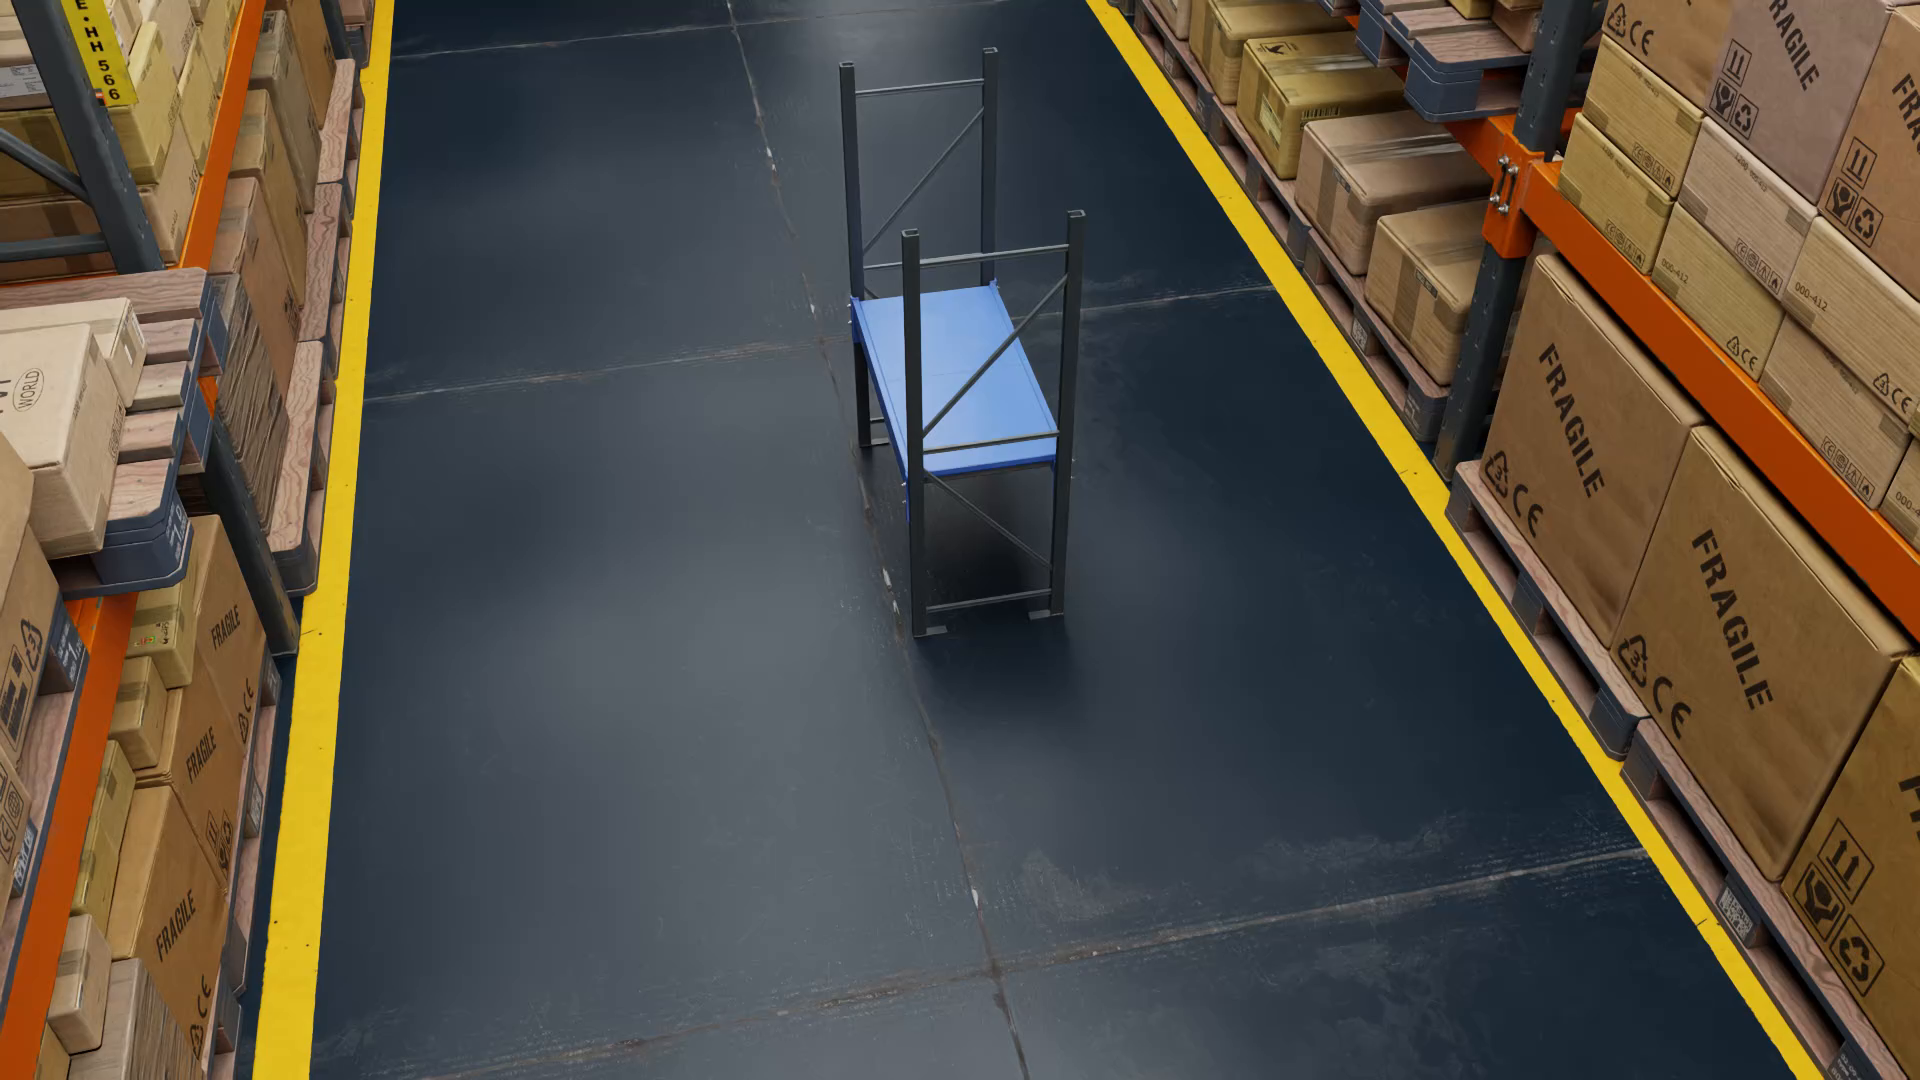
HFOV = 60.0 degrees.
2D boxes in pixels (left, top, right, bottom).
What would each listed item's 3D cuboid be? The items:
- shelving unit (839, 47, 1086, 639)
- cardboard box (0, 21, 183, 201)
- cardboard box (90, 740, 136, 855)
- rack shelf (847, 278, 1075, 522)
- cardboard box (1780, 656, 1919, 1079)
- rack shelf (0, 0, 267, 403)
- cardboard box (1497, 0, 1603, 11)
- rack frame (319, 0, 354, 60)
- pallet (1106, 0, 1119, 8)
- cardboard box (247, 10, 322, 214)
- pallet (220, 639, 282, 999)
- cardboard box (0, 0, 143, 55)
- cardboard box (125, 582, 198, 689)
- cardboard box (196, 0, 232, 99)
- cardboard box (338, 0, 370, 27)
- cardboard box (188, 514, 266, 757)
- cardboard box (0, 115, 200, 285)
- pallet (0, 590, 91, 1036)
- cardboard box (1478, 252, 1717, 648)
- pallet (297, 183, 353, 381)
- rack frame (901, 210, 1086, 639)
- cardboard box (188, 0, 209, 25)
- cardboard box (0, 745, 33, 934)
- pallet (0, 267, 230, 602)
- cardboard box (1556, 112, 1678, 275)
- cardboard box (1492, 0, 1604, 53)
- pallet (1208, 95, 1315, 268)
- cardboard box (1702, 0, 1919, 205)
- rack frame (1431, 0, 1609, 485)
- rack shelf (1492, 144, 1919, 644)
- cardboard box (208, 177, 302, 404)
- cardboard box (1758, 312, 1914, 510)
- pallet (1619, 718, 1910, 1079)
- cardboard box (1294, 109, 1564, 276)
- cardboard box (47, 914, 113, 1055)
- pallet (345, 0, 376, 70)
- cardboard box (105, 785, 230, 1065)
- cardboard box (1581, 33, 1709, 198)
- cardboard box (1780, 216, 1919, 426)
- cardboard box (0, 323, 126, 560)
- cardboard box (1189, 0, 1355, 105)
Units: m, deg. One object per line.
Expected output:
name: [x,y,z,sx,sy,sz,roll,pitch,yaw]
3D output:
shelving unit: [-0.018,-0.616,5.314,0.538,1.500,1.048,-8,42,-9]
cardboard box: [-2.458,-1.176,4.552,0.500,0.250,0.500,-8,42,-9]
cardboard box: [-2.156,0.627,3.862,0.380,0.149,0.250,-7,42,-8]
rack shelf: [-0.018,-0.482,5.434,0.538,0.185,1.000,-8,42,-9]
cardboard box: [2.669,0.823,3.848,0.875,0.875,0.875,-7,42,-8]
rack shelf: [-3.057,-1.746,6.000,1.077,0.370,4.000,-8,42,-9]
cardboard box: [1.851,-1.993,5.120,0.500,0.500,0.500,-9,42,-11]
rack frame: [-3.489,-3.312,7.221,1.000,3.000,0.127,-8,42,-9]
pallet: [1.178,-3.413,9.436,1.003,0.211,1.213,-8,42,-9]
cardboard box: [-3.205,-1.740,6.923,0.875,0.625,0.625,-9,42,-10]
pallet: [-2.501,0.813,4.675,1.003,0.211,1.213,-8,42,-9]
cardboard box: [-2.465,-1.421,4.527,0.380,0.149,0.250,-7,42,-8]
cardboard box: [-2.182,0.272,4.262,0.380,0.149,0.250,-10,43,-12]
cardboard box: [-2.704,-1.645,5.457,0.500,0.250,0.500,-10,42,-11]
cardboard box: [-3.270,-2.802,8.402,0.500,0.250,0.500,-8,42,-9]
cardboard box: [-2.324,0.302,4.717,0.500,0.500,0.500,-7,42,-8]
cardboard box: [-2.482,-0.986,4.714,0.500,0.250,0.500,-8,42,-9]
pallet: [-2.201,0.613,2.945,1.003,0.211,1.213,-8,42,-9]
cardboard box: [2.289,-0.336,5.153,0.875,0.875,0.875,-9,42,-10]
pallet: [-3.025,-1.005,6.723,1.003,0.211,1.213,-8,42,-9]
rack frame: [0.091,-0.287,4.943,0.500,1.500,0.032,-8,42,-9]
cardboard box: [-2.685,-1.839,5.299,0.500,0.250,0.500,-9,42,-10]
cardboard box: [-1.929,0.489,2.548,0.700,0.500,0.500,-9,42,-10]
pallet: [-2.410,-0.218,3.881,1.213,0.211,1.003,-8,42,-9]
cardboard box: [2.081,-1.023,4.756,0.500,0.250,0.500,-9,42,-10]
cardboard box: [1.920,-1.675,5.250,0.380,0.149,0.250,-7,42,-8]
pallet: [1.793,-1.686,7.490,1.003,0.211,1.213,-8,42,-9]
cardboard box: [2.205,-1.169,3.979,0.500,0.500,0.500,-8,42,-9]
rack frame: [2.221,-1.433,5.105,1.000,3.000,0.127,-8,42,-9]
rack shelf: [2.652,0.133,3.883,1.077,0.370,4.000,-8,42,-9]
cardboard box: [-2.895,-0.817,5.883,0.875,0.625,0.625,-7,42,-8]
cardboard box: [2.316,-0.352,4.000,0.500,0.250,0.500,-7,42,-8]
pallet: [2.577,0.921,4.553,1.003,0.211,1.213,-8,42,-9]
cardboard box: [1.941,-1.452,6.789,0.950,0.372,0.625,-9,42,-10]
cardboard box: [-2.013,0.963,3.483,0.380,0.149,0.250,-10,43,-11]
pallet: [-3.619,-2.791,8.735,1.003,0.211,1.213,-8,42,-9]
cardboard box: [-2.111,0.967,3.968,0.500,0.500,0.500,-7,42,-7]
cardboard box: [2.089,-1.200,4.578,0.500,0.250,0.500,-9,42,-10]
cardboard box: [2.295,-0.540,3.835,0.500,0.250,0.500,-8,42,-9]
cardboard box: [-2.082,-0.183,3.493,0.500,0.250,0.500,-10,43,-11]
cardboard box: [1.631,-2.395,7.851,0.950,0.372,0.625,-6,42,-7]
